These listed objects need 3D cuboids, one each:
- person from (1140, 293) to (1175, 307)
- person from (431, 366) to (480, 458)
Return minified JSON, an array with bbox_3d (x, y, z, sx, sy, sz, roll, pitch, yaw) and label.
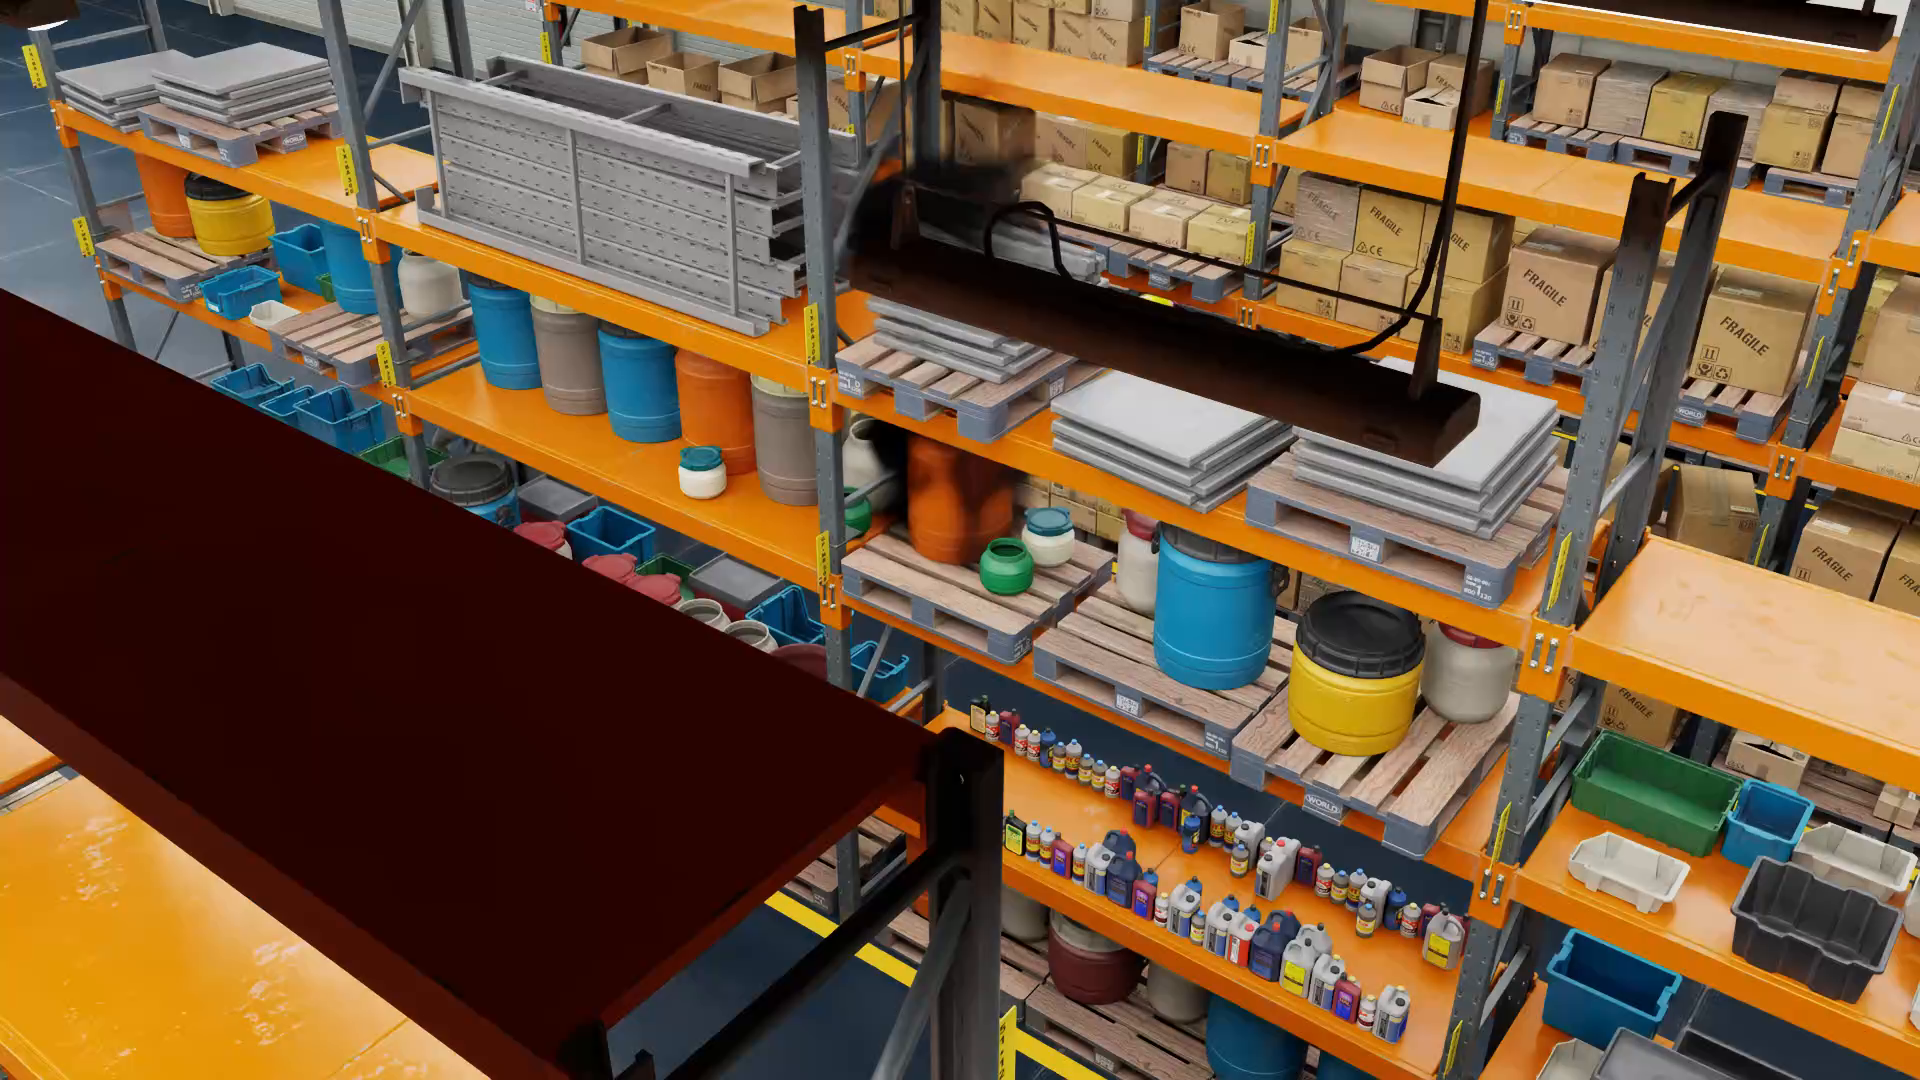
[{"bbox_3d":[1.941,-1.924,16.786,0.654,1.736,0.712,23,38,33],"label":"person"},{"bbox_3d":[-4.631,-1.053,15.486,0.717,1.597,0.521,19,36,28],"label":"person"}]
